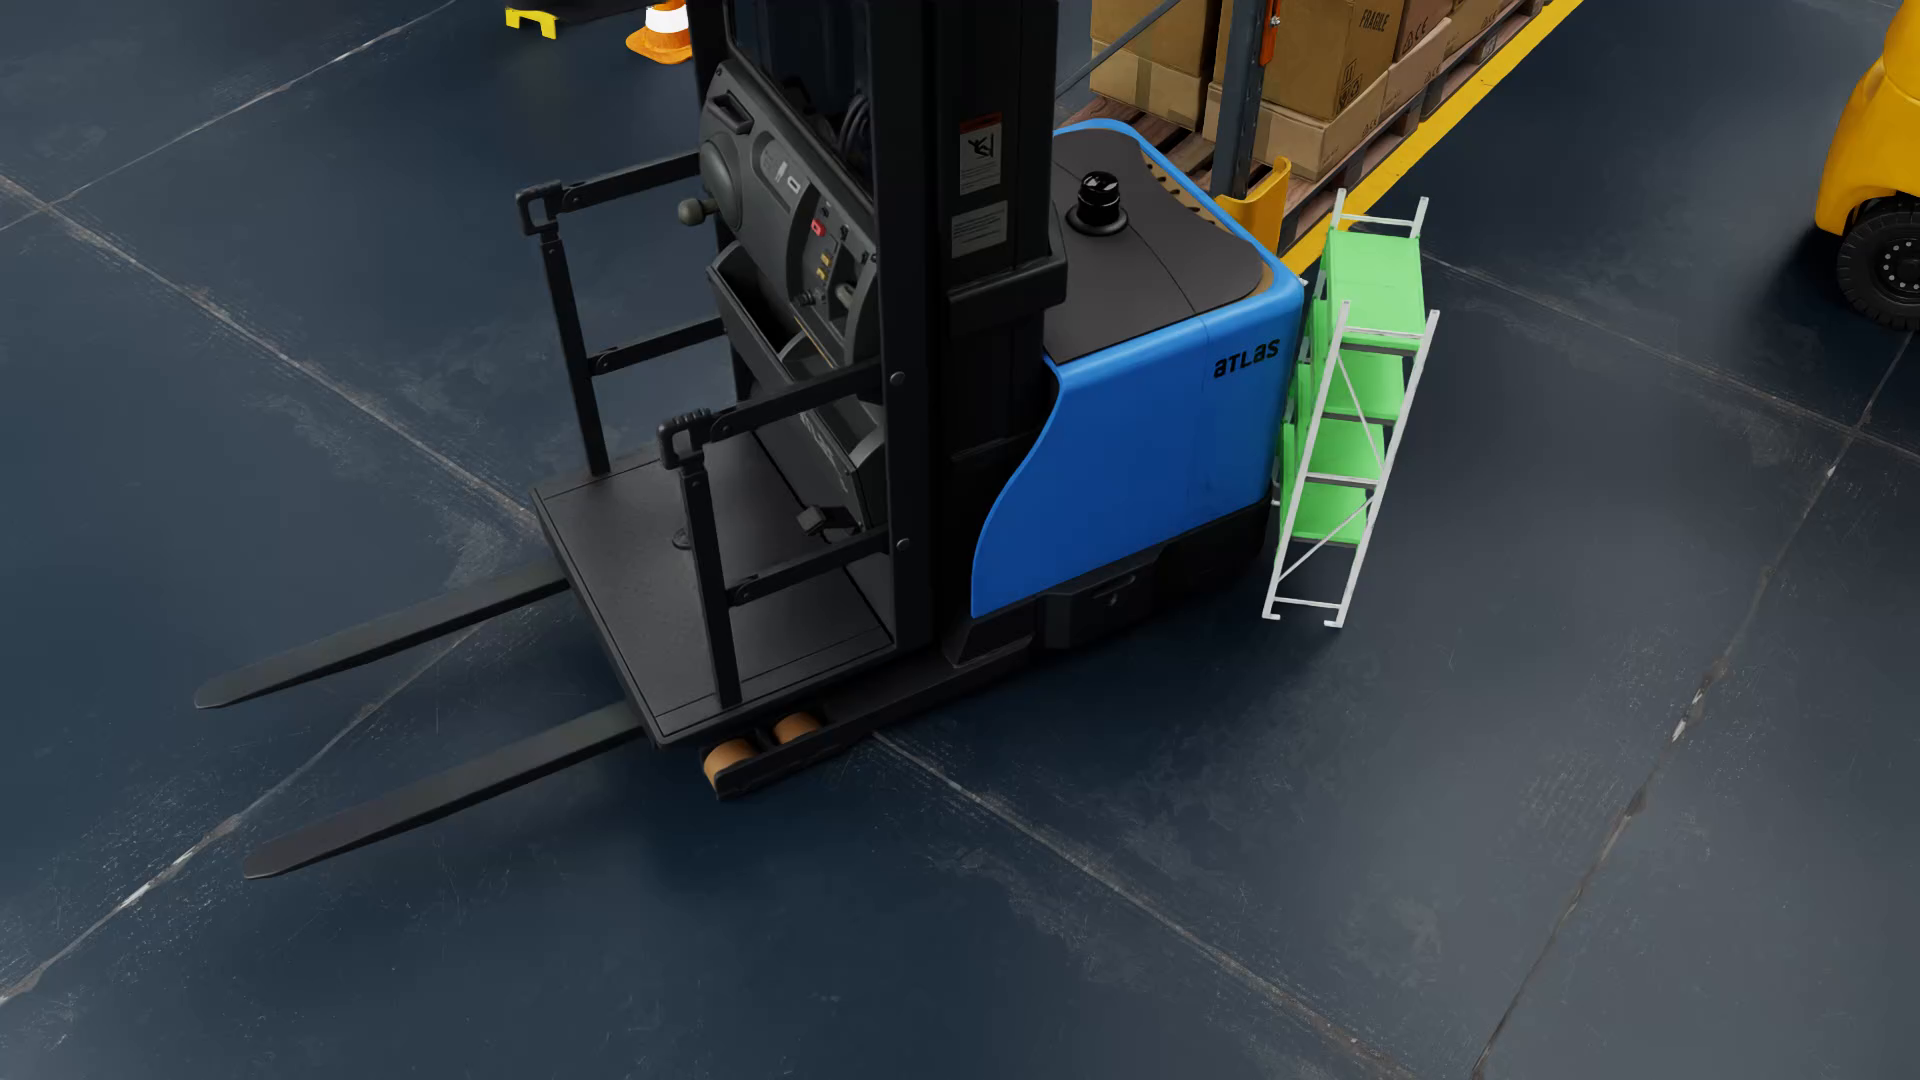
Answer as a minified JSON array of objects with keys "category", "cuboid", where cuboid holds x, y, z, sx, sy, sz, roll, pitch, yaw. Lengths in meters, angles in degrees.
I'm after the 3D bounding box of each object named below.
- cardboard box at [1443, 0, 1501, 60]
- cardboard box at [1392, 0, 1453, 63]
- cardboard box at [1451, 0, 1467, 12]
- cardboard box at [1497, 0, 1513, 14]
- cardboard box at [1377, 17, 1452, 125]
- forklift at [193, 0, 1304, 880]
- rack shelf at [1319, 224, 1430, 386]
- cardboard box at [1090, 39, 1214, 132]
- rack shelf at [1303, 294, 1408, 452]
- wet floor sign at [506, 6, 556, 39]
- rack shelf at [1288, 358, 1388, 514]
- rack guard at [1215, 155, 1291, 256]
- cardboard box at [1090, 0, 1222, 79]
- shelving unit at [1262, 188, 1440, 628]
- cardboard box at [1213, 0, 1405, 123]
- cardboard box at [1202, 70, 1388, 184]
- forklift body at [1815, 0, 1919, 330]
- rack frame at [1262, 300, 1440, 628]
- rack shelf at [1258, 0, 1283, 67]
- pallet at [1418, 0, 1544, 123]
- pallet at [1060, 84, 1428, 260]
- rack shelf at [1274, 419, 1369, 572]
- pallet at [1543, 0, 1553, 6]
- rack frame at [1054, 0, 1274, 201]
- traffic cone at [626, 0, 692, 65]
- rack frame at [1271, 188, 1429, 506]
[{"category":"cardboard box","cuboid":[1.924,-2.273,6.958,0.500,0.250,0.500,33,54,27]},{"category":"cardboard box","cuboid":[1.613,-2.241,6.409,0.500,0.500,0.500,27,52,24]},{"category":"cardboard box","cuboid":[1.926,-2.524,6.679,0.500,0.500,0.500,30,53,26]},{"category":"cardboard box","cuboid":[2.235,-2.561,7.233,0.500,0.250,0.500,30,53,26]},{"category":"cardboard box","cuboid":[1.601,-1.955,6.655,0.500,0.250,0.500,31,54,26]},{"category":"forklift","cuboid":[-0.605,-0.747,3.937,3.031,2.935,1.130,-21,50,-19]},{"category":"rack shelf","cuboid":[1.099,-0.629,4.439,0.258,0.148,0.480,7,47,4]},{"category":"cardboard box","cuboid":[0.867,-1.923,6.623,0.500,0.250,0.500,29,53,25]},{"category":"rack shelf","cuboid":[1.091,-0.464,4.613,0.258,0.148,0.480,7,47,4]},{"category":"wet floor sign","cuboid":[-1.859,-2.558,7.247,0.267,0.644,0.232,21,50,19]},{"category":"rack shelf","cuboid":[1.082,-0.299,4.788,0.258,0.148,0.480,7,47,4]},{"category":"rack guard","cuboid":[0.617,-1.312,6.158,1.175,0.500,0.348,29,53,25]},{"category":"cardboard box","cuboid":[0.854,-2.160,6.332,0.500,0.500,0.500,30,53,25]},{"category":"shelving unit","cuboid":[1.085,-0.343,4.741,0.258,1.200,0.503,7,47,4]},{"category":"cardboard box","cuboid":[1.297,-1.940,6.121,0.500,0.500,0.500,28,52,24]},{"category":"cardboard box","cuboid":[1.283,-1.667,6.379,0.500,0.250,0.500,29,53,25]},{"category":"forklift body","cuboid":[4.216,-1.538,5.232,2.313,2.155,1.214,29,53,25]},{"category":"rack frame","cuboid":[1.051,-0.168,4.574,0.240,1.200,0.015,7,47,4]},{"category":"rack shelf","cuboid":[1.793,-3.028,6.566,1.077,0.370,4.000,29,53,25]},{"category":"pallet","cuboid":[1.888,-2.357,7.355,1.003,0.211,1.213,29,53,25]},{"category":"pallet","cuboid":[1.142,-1.662,6.691,1.003,0.211,1.213,29,53,25]},{"category":"rack shelf","cuboid":[1.074,-0.134,4.962,0.258,0.148,0.480,7,47,4]},{"category":"pallet","cuboid":[2.634,-3.058,8.025,1.003,0.211,1.213,29,53,25]},{"category":"rack frame","cuboid":[0.571,-2.132,5.212,1.000,3.000,0.127,29,53,25]},{"category":"traffic cone","cuboid":[-1.274,-2.368,7.192,0.336,0.463,0.334,29,53,25]},{"category":"rack frame","cuboid":[1.118,-0.518,4.908,0.240,1.200,0.015,7,47,4]}]
